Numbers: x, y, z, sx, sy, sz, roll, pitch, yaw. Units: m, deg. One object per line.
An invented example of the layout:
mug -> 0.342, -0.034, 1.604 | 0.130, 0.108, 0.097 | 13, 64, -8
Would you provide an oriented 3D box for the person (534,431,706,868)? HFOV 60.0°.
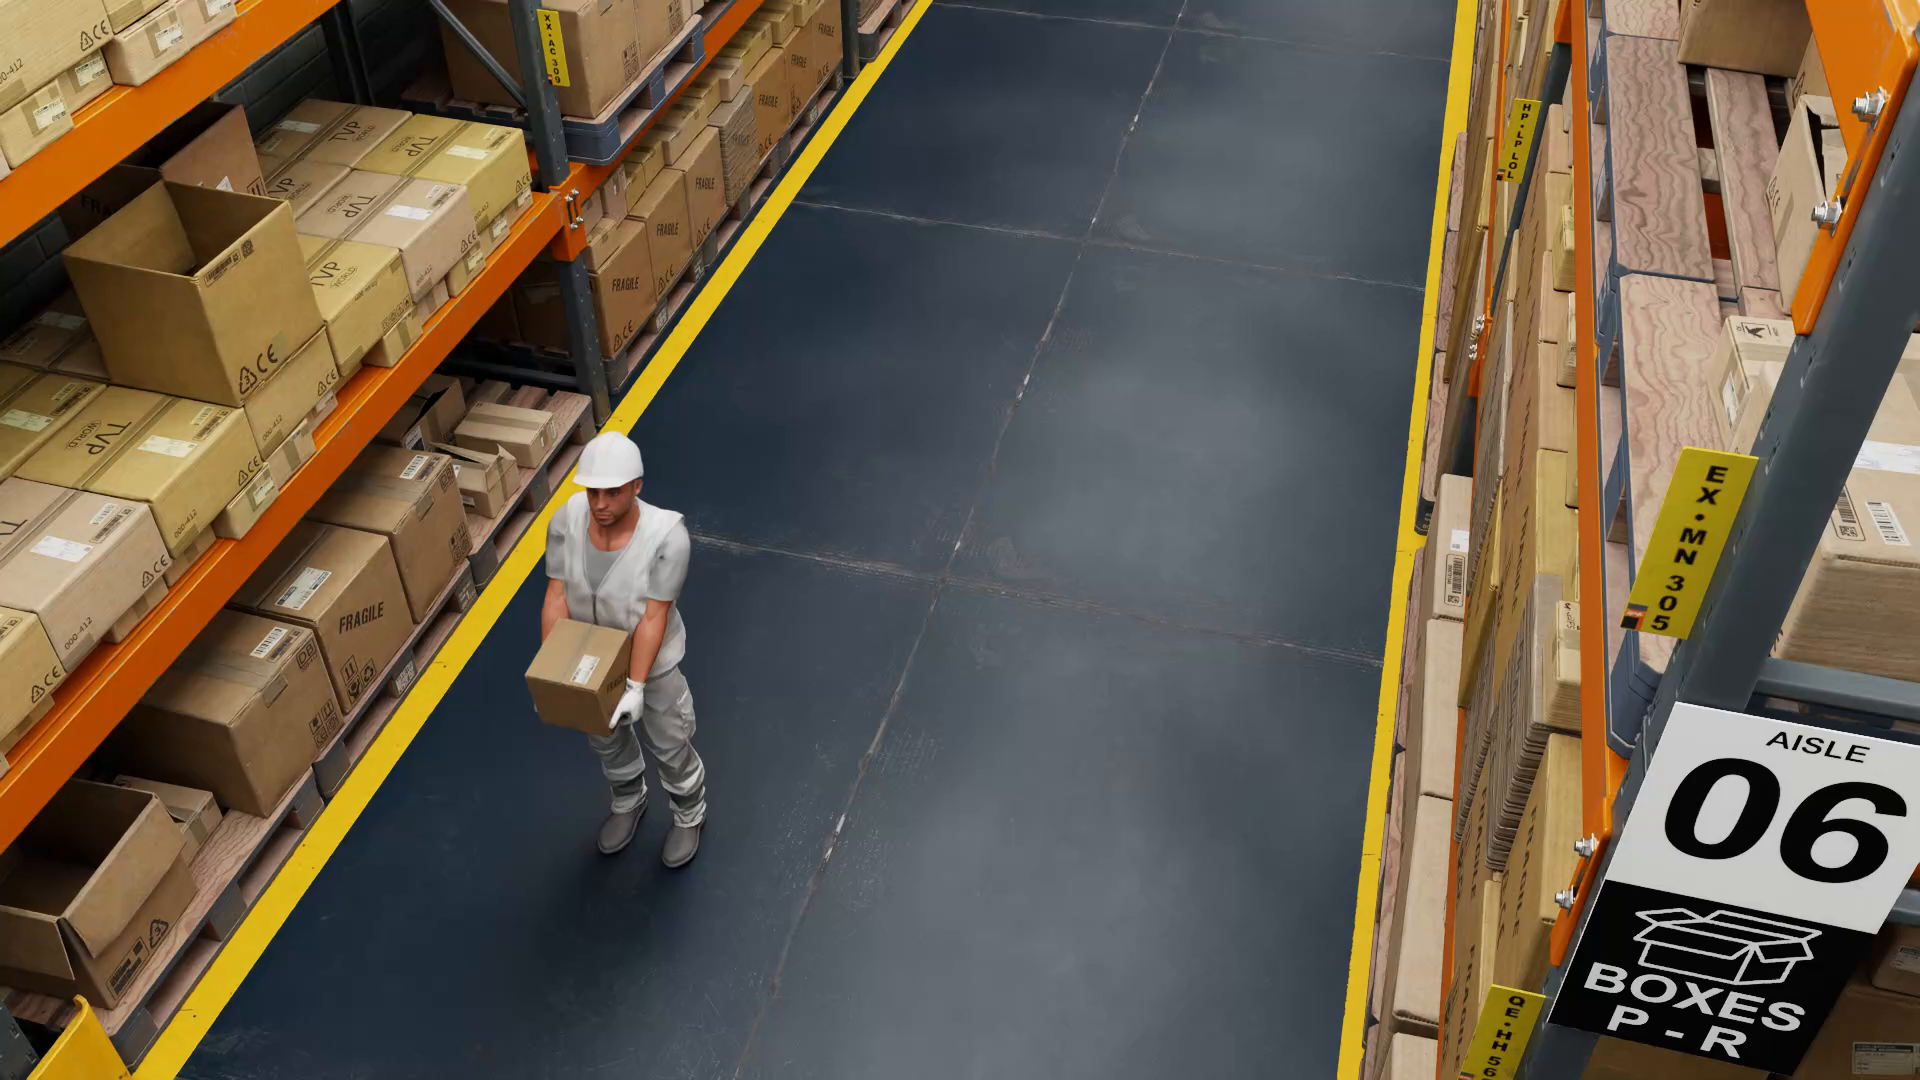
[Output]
person -> -1.149, 0.464, 5.603 | 0.494, 1.782, 0.569 | 11, 42, 12
